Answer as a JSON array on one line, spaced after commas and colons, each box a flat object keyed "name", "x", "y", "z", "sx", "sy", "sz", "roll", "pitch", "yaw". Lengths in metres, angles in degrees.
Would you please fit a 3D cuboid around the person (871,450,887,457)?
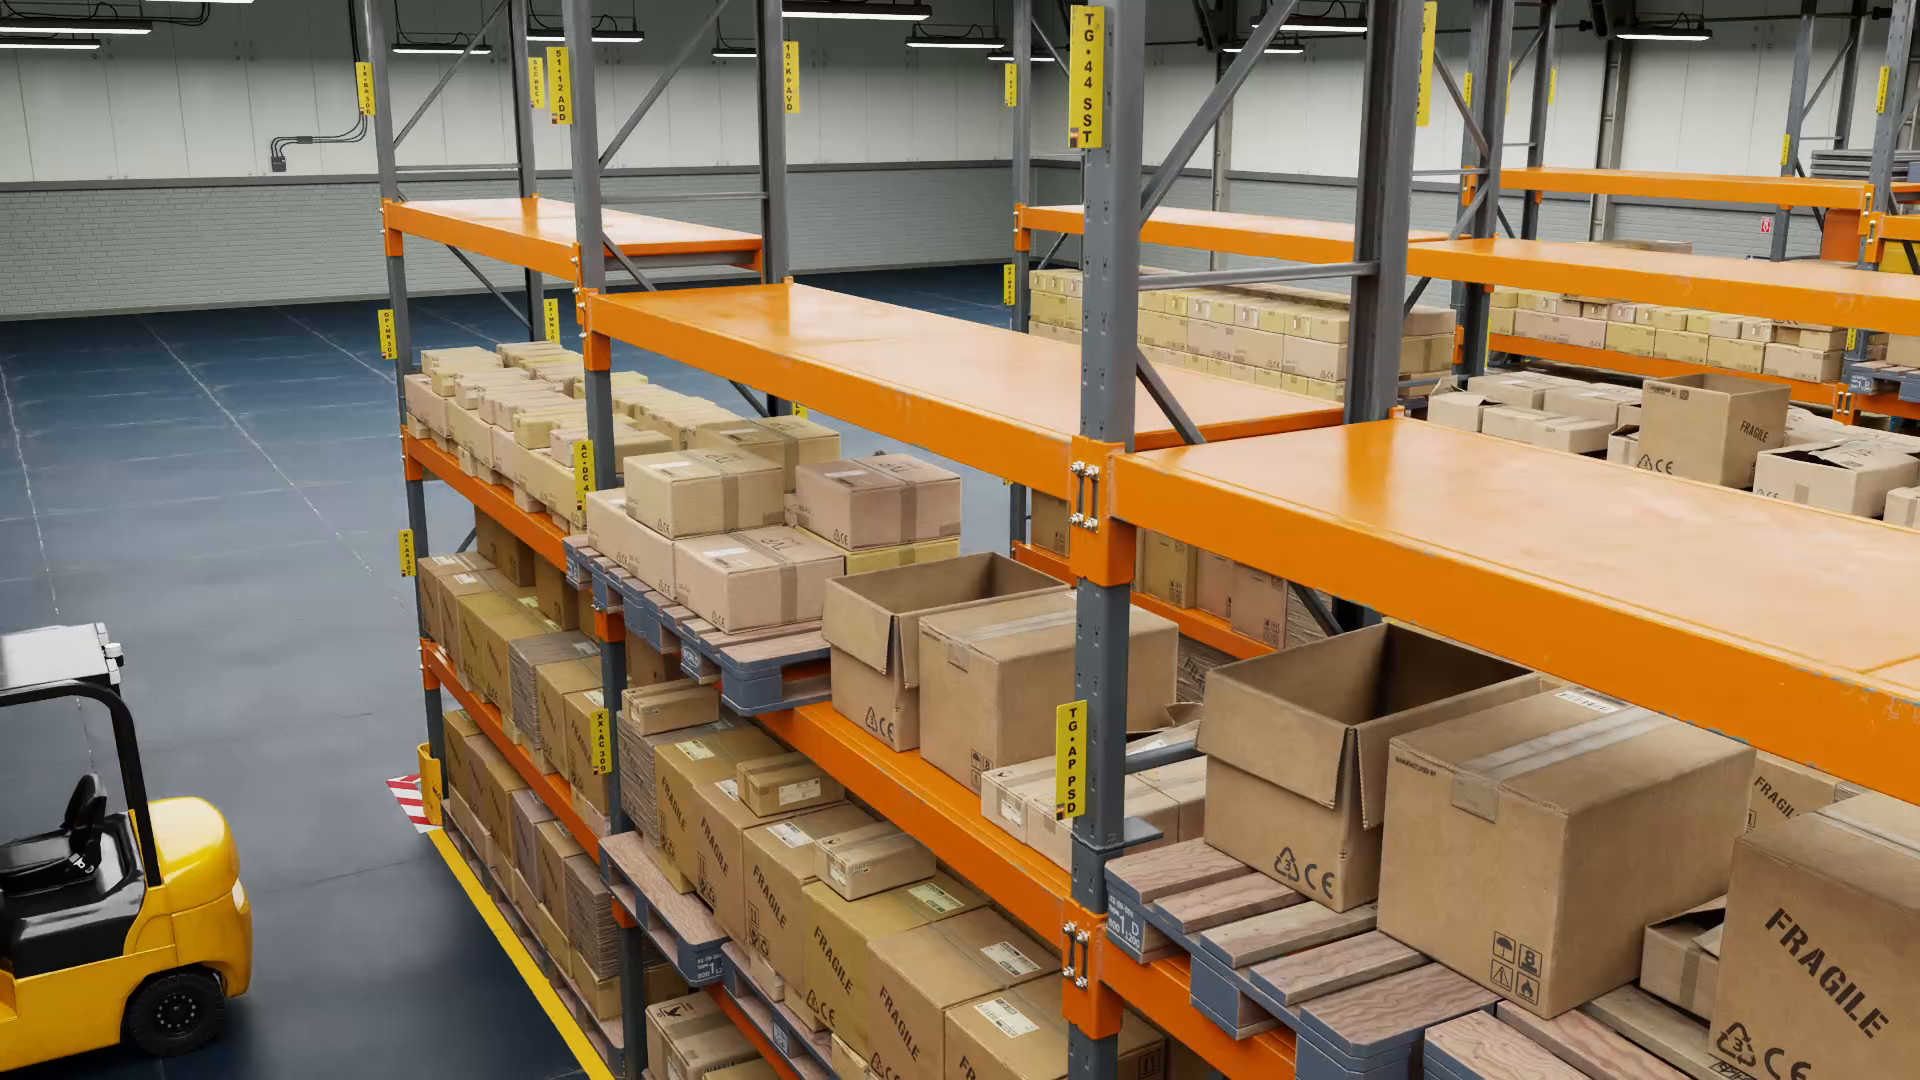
[{"name": "person", "x": -0.721, "y": -0.063, "z": 16.262, "sx": 0.521, "sy": 1.655, "sz": 0.351, "roll": -9, "pitch": 18, "yaw": -31}]
